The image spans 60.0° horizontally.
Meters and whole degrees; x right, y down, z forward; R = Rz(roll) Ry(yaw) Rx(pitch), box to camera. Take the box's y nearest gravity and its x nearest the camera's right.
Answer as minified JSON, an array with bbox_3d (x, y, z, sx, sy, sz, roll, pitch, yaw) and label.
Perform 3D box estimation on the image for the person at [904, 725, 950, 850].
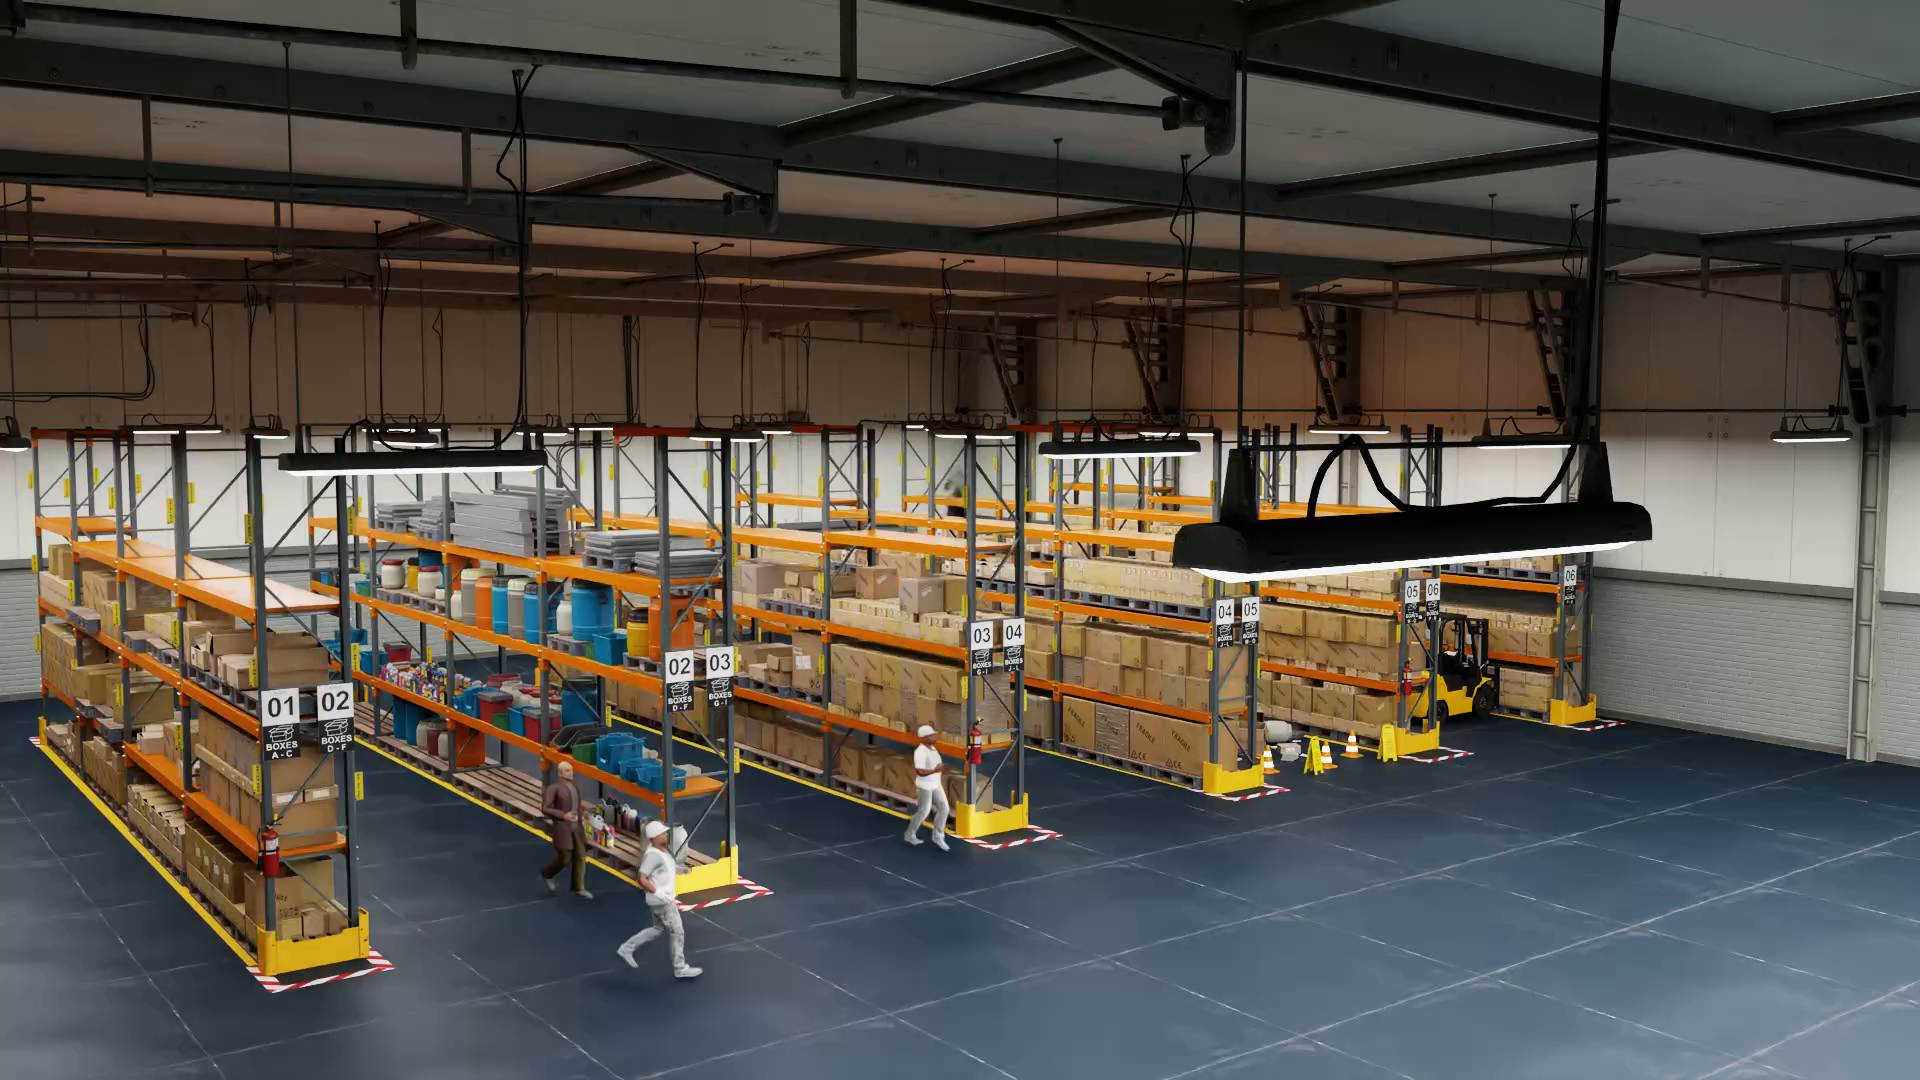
[{"bbox_3d":[-0.453,3.571,23.915,0.729,1.823,0.674,2,5,26],"label":"person"}]

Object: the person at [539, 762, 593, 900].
[{"bbox_3d":[-5.125,3.750,21.590,0.855,1.765,0.735,3,5,33],"label":"person"}]

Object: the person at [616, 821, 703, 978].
[{"bbox_3d":[-3.345,3.992,18.458,0.941,1.763,0.696,-1,5,-11],"label":"person"}]
